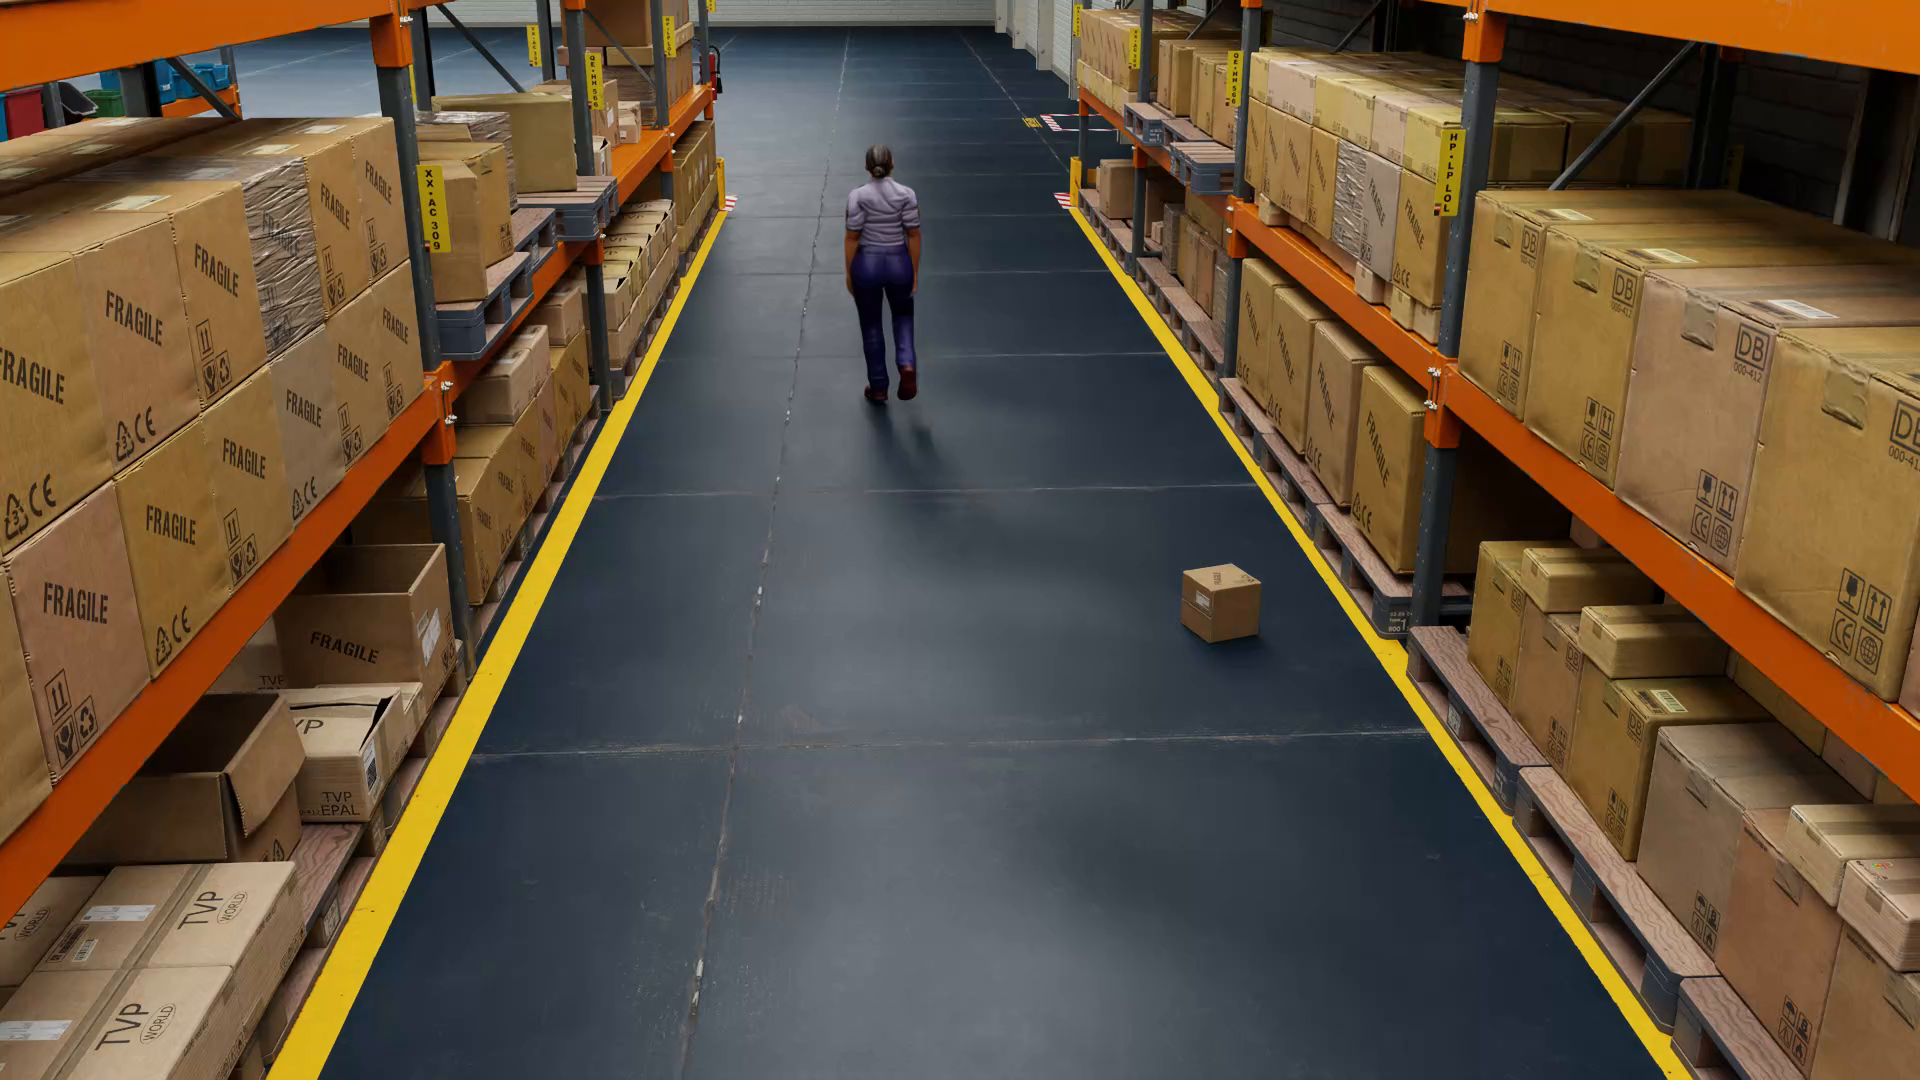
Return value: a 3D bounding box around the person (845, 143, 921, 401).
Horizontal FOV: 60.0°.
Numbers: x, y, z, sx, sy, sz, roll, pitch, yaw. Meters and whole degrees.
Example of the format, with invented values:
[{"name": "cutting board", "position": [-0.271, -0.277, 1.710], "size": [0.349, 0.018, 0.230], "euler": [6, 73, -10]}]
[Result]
[{"name": "person", "position": [-0.496, -1.686, 10.571], "size": [0.475, 1.633, 0.459], "euler": [-4, 21, -12]}]
